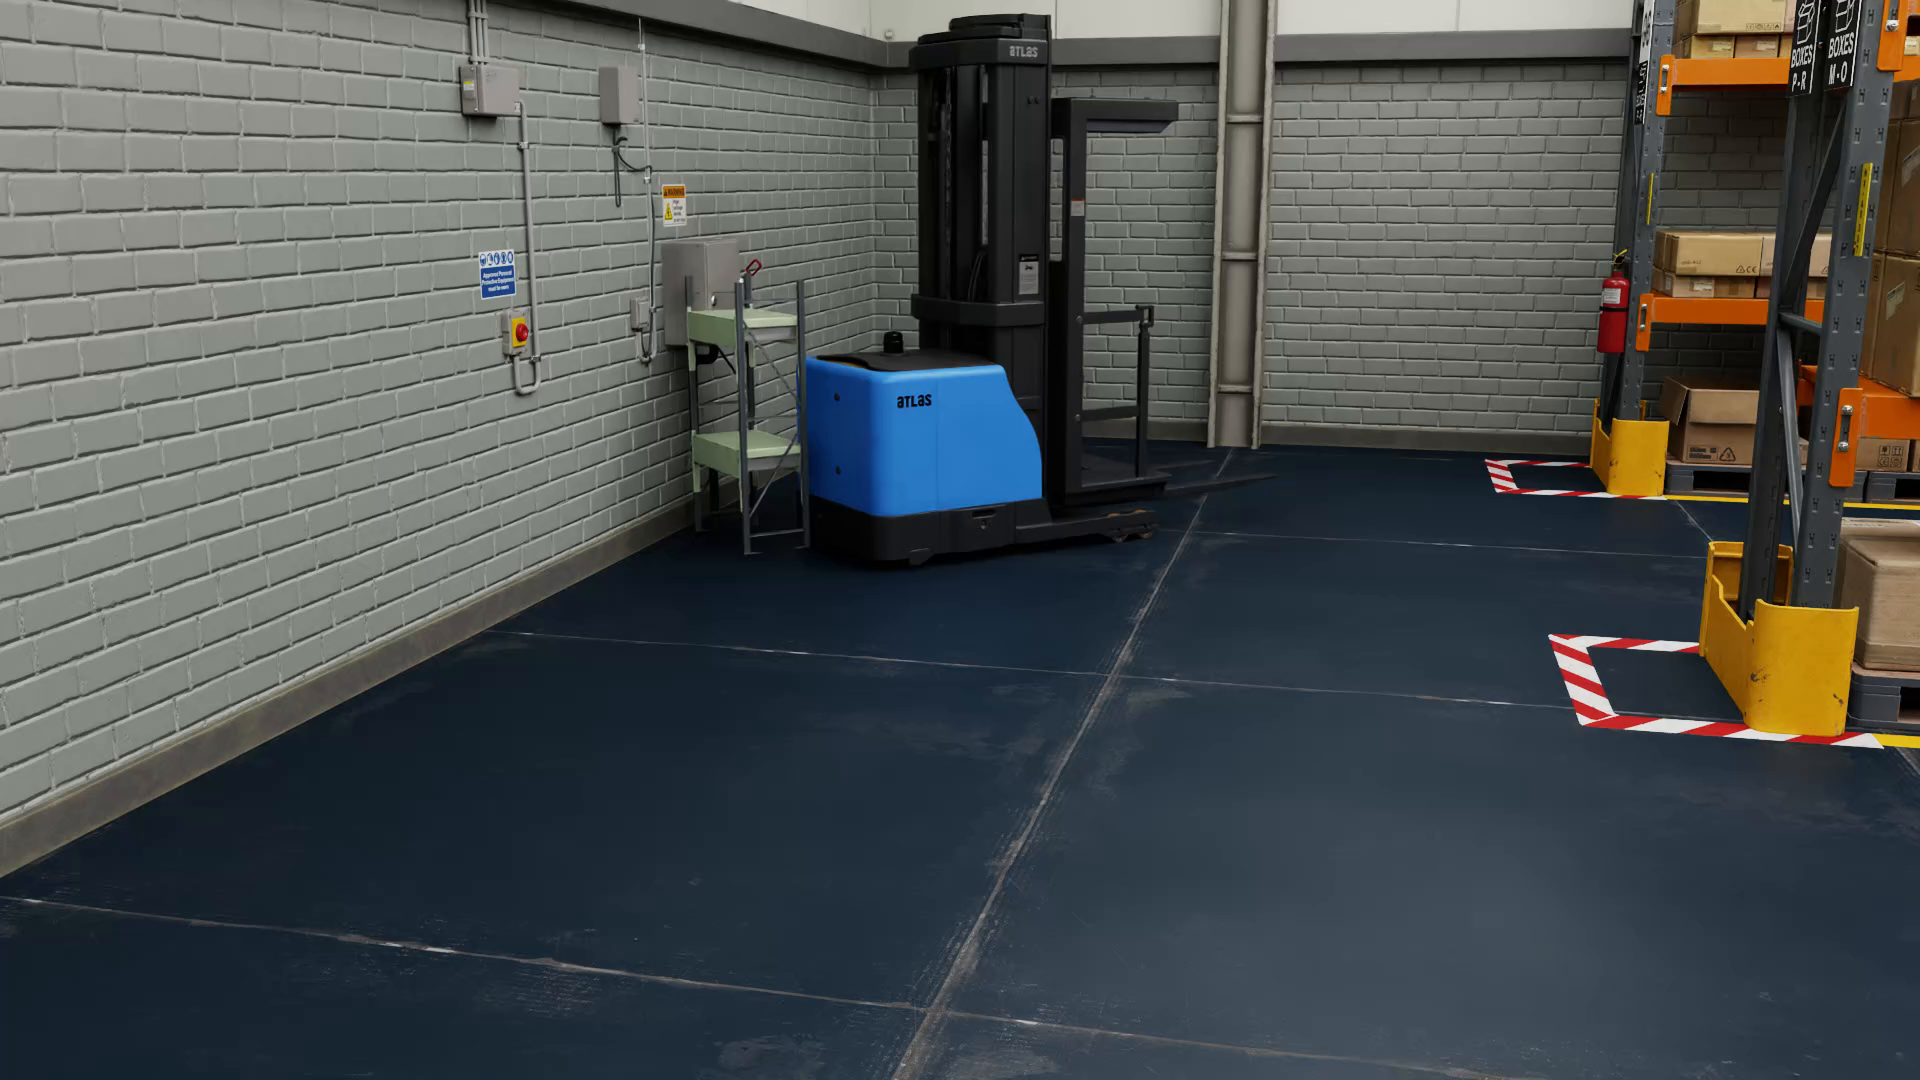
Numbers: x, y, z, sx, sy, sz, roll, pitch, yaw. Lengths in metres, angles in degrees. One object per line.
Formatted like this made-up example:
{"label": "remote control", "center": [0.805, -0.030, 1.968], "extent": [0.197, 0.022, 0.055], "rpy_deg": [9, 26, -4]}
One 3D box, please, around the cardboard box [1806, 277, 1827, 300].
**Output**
{"label": "cardboard box", "center": [5.567, -1.650, 10.825], "extent": [0.250, 0.149, 0.380], "rpy_deg": [3, 13, 15]}

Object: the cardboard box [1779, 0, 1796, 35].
{"label": "cardboard box", "center": [5.425, -3.317, 10.493], "extent": [0.500, 0.250, 0.500], "rpy_deg": [3, 13, 15]}

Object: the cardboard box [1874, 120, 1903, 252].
{"label": "cardboard box", "center": [3.900, -1.401, 6.584], "extent": [0.500, 0.500, 0.500], "rpy_deg": [4, 13, 15]}

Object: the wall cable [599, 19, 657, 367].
{"label": "wall cable", "center": [-1.776, -1.922, 9.124], "extent": [0.122, 1.984, 0.588], "rpy_deg": [3, 13, 14]}

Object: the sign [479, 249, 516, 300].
{"label": "sign", "center": [-2.176, -1.252, 7.827], "extent": [0.001, 0.218, 0.327], "rpy_deg": [3, 13, 14]}

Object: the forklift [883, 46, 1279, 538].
{"label": "forklift", "center": [0.615, -1.472, 9.805], "extent": [2.937, 2.843, 1.107], "rpy_deg": [-8, 15, -32]}

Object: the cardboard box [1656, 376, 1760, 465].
{"label": "cardboard box", "center": [5.132, -0.818, 11.288], "extent": [0.637, 0.503, 0.797], "rpy_deg": [3, 13, 11]}

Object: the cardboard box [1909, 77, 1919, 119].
{"label": "cardboard box", "center": [3.654, -1.616, 6.056], "extent": [0.250, 0.149, 0.380], "rpy_deg": [3, 13, 15]}

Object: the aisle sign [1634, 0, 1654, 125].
{"label": "aisle sign", "center": [4.424, -3.094, 10.752], "extent": [0.004, 0.787, 0.394], "rpy_deg": [3, 13, 14]}

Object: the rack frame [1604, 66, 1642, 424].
{"label": "rack frame", "center": [4.560, -1.882, 11.293], "extent": [0.053, 2.616, 0.949], "rpy_deg": [3, 13, 14]}

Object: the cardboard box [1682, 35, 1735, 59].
{"label": "cardboard box", "center": [4.815, -3.159, 10.704], "extent": [0.250, 0.149, 0.380], "rpy_deg": [3, 13, 15]}

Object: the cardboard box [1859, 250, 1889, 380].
{"label": "cardboard box", "center": [3.907, -0.919, 6.718], "extent": [0.500, 0.500, 0.500], "rpy_deg": [3, 13, 14]}

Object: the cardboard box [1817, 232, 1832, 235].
{"label": "cardboard box", "center": [6.051, -1.933, 11.182], "extent": [0.500, 0.250, 0.500], "rpy_deg": [3, 13, 15]}

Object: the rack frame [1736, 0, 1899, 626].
{"label": "rack frame", "center": [3.375, -0.839, 6.591], "extent": [0.127, 3.000, 1.000], "rpy_deg": [3, 13, 14]}

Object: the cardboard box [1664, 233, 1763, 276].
{"label": "cardboard box", "center": [4.937, -1.875, 10.919], "extent": [0.500, 0.250, 0.500], "rpy_deg": [3, 13, 14]}

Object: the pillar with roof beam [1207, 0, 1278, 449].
{"label": "pillar with roof beam", "center": [1.128, -4.236, 8.051], "extent": [0.400, 9.000, 9.100], "rpy_deg": [3, 13, 14]}

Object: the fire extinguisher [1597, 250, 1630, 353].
{"label": "fire extinguisher", "center": [4.307, -1.574, 10.941], "extent": [0.183, 0.674, 0.296], "rpy_deg": [3, 13, 14]}

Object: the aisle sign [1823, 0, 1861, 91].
{"label": "aisle sign", "center": [3.236, -2.051, 6.051], "extent": [0.004, 0.787, 0.394], "rpy_deg": [3, 13, 14]}

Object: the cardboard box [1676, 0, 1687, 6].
{"label": "cardboard box", "center": [5.059, -3.699, 11.062], "extent": [0.500, 0.250, 0.500], "rpy_deg": [3, 13, 12]}

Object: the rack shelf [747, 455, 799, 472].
{"label": "rack shelf", "center": [-1.214, -0.489, 9.545], "extent": [0.332, 0.071, 0.664], "rpy_deg": [-7, 14, -29]}

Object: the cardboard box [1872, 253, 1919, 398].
{"label": "cardboard box", "center": [3.773, -0.803, 6.195], "extent": [0.500, 0.500, 0.500], "rpy_deg": [3, 13, 13]}

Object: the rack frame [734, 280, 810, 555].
{"label": "rack frame", "center": [-1.031, -0.672, 9.182], "extent": [0.400, 1.500, 0.023], "rpy_deg": [-7, 14, -29]}

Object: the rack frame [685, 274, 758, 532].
{"label": "rack frame", "center": [-1.400, -0.804, 9.800], "extent": [0.400, 1.500, 0.023], "rpy_deg": [-7, 14, -29]}

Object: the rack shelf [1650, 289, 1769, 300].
{"label": "rack shelf", "center": [6.503, -1.524, 10.885], "extent": [3.809, 0.124, 0.919], "rpy_deg": [3, 13, 14]}

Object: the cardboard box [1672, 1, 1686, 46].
{"label": "cardboard box", "center": [5.058, -3.454, 11.109], "extent": [0.500, 0.250, 0.500], "rpy_deg": [3, 13, 13]}

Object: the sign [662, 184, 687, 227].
{"label": "sign", "center": [-1.674, -1.963, 9.751], "extent": [0.001, 0.242, 0.339], "rpy_deg": [3, 13, 14]}

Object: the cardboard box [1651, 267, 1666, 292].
{"label": "cardboard box", "center": [4.947, -1.800, 11.500], "extent": [0.250, 0.149, 0.380], "rpy_deg": [3, 13, 13]}

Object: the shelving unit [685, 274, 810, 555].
{"label": "shelving unit", "center": [-1.215, -0.738, 9.491], "extent": [0.400, 1.500, 0.755], "rpy_deg": [-7, 14, -29]}

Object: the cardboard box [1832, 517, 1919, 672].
{"label": "cardboard box", "center": [4.040, 0.220, 6.763], "extent": [0.875, 0.438, 0.875], "rpy_deg": [3, 13, 12]}

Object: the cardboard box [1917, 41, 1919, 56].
{"label": "cardboard box", "center": [6.049, -3.088, 10.381], "extent": [0.250, 0.149, 0.380], "rpy_deg": [3, 13, 13]}

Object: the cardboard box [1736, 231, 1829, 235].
{"label": "cardboard box", "center": [5.571, -1.960, 11.302], "extent": [0.500, 0.250, 0.500], "rpy_deg": [3, 13, 14]}

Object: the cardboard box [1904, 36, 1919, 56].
{"label": "cardboard box", "center": [5.794, -3.088, 10.381], "extent": [0.250, 0.149, 0.380], "rpy_deg": [3, 13, 13]}

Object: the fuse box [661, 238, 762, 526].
{"label": "fuse box", "center": [-1.460, -0.932, 9.984], "extent": [0.414, 1.711, 0.539], "rpy_deg": [3, 13, 14]}

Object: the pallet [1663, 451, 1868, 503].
{"label": "pallet", "center": [5.409, -0.477, 11.395], "extent": [1.213, 0.211, 1.003], "rpy_deg": [3, 13, 14]}

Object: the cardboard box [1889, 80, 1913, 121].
{"label": "cardboard box", "center": [3.772, -1.716, 6.507], "extent": [0.250, 0.149, 0.380], "rpy_deg": [3, 13, 14]}

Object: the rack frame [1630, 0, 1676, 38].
{"label": "rack frame", "center": [4.561, -4.812, 10.646], "extent": [0.127, 3.000, 1.000], "rpy_deg": [3, 13, 14]}

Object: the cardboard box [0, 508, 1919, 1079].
{"label": "cardboard box", "center": [4.263, 0.002, 6.146], "extent": [13.522, 1.550, 6.103], "rpy_deg": [3, 13, 13]}
